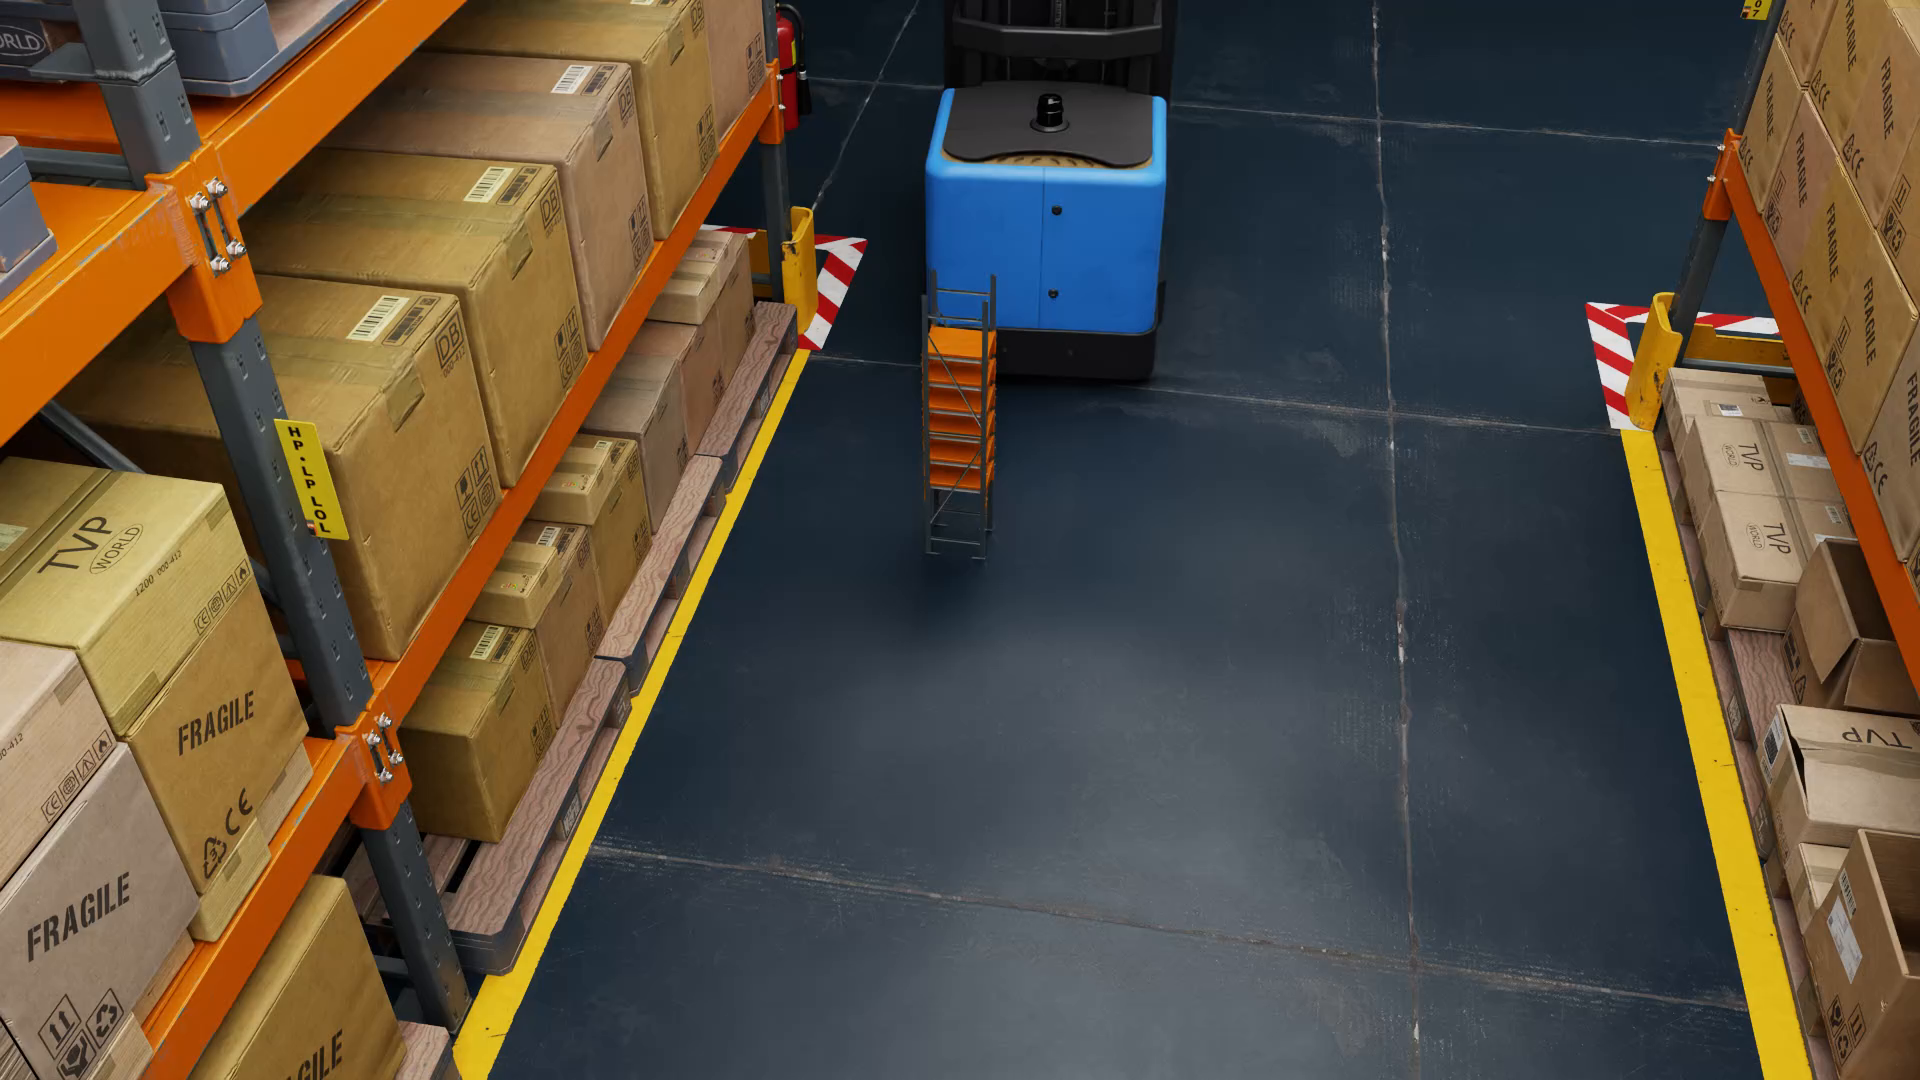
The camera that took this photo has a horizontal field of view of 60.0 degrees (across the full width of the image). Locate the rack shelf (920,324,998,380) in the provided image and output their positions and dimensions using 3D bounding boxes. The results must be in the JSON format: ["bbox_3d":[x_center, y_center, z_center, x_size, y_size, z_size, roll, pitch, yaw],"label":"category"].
[{"bbox_3d":[-0.002,-0.697,6.156,0.258,0.103,0.180,6,40,8],"label":"rack shelf"}]

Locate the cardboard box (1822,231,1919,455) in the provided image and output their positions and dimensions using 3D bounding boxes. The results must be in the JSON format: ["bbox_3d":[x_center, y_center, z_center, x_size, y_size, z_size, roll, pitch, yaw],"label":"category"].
[{"bbox_3d":[2.990,-0.573,5.010,0.500,0.500,0.500,7,40,8],"label":"cardboard box"}]

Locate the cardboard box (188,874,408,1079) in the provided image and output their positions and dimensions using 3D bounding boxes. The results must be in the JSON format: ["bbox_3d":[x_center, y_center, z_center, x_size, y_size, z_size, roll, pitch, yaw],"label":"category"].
[{"bbox_3d":[-1.968,1.319,4.158,0.750,0.750,0.750,7,40,8],"label":"cardboard box"}]

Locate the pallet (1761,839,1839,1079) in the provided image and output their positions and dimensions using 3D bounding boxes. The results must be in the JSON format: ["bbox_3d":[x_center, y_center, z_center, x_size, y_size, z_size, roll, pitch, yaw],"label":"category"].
[{"bbox_3d":[3.016,1.418,4.869,1.003,0.211,1.213,6,40,8],"label":"pallet"}]

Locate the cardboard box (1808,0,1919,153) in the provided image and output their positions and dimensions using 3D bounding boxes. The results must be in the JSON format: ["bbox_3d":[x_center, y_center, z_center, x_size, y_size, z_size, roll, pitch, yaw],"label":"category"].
[{"bbox_3d":[3.169,-1.582,5.446,0.500,0.500,0.500,7,40,8],"label":"cardboard box"}]

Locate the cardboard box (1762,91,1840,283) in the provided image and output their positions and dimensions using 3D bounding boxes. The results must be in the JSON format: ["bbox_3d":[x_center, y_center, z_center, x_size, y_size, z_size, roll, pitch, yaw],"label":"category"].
[{"bbox_3d":[3.168,-1.201,5.770,0.500,0.500,0.500,6,40,7],"label":"cardboard box"}]

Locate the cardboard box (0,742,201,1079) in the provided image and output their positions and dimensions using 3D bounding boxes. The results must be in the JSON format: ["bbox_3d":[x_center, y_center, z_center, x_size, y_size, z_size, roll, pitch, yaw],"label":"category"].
[{"bbox_3d":[-1.893,0.708,3.212,0.500,0.500,0.500,7,40,8],"label":"cardboard box"}]

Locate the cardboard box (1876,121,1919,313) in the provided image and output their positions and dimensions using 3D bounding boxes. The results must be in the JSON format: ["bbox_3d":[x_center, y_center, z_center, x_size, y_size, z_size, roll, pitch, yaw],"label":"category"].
[{"bbox_3d":[2.991,-0.949,4.681,0.500,0.500,0.500,6,40,7],"label":"cardboard box"}]

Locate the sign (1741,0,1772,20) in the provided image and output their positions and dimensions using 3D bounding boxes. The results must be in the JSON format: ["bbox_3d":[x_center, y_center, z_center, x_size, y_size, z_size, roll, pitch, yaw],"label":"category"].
[{"bbox_3d":[3.054,-2.130,6.292,0.100,0.325,0.005,6,40,8],"label":"sign"}]

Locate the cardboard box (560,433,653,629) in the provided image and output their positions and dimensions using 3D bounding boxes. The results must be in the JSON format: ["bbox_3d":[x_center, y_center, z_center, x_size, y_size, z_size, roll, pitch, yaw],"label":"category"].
[{"bbox_3d":[-1.572,-0.063,6.104,0.700,0.500,0.500,7,40,9],"label":"cardboard box"}]

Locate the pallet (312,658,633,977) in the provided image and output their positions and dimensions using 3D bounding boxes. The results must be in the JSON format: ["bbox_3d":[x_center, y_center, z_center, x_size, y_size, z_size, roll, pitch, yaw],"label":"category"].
[{"bbox_3d":[-1.775,0.836,5.573,1.003,0.211,1.213,6,40,8],"label":"pallet"}]

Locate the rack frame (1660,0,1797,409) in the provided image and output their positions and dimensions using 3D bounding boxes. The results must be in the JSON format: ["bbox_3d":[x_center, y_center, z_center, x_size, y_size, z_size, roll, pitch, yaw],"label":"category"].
[{"bbox_3d":[3.589,-1.736,6.496,1.000,3.000,0.127,6,40,8],"label":"rack frame"}]

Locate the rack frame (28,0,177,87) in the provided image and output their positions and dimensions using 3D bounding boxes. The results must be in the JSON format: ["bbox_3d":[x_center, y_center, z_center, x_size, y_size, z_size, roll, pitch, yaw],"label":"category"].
[{"bbox_3d":[-1.983,-2.082,2.206,1.000,3.000,0.127,6,40,8],"label":"rack frame"}]

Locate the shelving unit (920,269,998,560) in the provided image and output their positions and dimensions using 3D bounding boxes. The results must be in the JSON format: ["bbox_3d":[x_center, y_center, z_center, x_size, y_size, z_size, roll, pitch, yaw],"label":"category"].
[{"bbox_3d":[-0.002,-0.453,6.357,0.258,1.200,0.189,6,40,8],"label":"shelving unit"}]

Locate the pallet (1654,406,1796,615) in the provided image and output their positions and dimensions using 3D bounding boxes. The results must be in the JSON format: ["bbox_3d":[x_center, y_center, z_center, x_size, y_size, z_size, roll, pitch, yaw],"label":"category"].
[{"bbox_3d":[3.438,-0.113,6.721,1.003,0.211,1.213,6,40,8],"label":"pallet"}]

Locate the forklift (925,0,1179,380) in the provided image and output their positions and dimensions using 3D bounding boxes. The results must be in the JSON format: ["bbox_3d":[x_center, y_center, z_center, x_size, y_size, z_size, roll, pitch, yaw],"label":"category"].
[{"bbox_3d":[0.491,-2.782,7.814,1.130,2.935,3.031,3,40,4],"label":"forklift"}]

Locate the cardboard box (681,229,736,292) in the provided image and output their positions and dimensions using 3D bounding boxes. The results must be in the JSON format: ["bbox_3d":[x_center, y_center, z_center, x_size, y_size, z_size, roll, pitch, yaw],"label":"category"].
[{"bbox_3d":[-1.156,-1.177,6.943,0.380,0.149,0.250,6,40,7],"label":"cardboard box"}]

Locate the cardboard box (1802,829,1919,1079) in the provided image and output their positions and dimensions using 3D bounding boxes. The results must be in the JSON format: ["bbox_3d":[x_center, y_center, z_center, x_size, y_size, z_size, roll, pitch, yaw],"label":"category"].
[{"bbox_3d":[2.716,1.179,4.586,0.500,0.500,0.500,6,40,8],"label":"cardboard box"}]

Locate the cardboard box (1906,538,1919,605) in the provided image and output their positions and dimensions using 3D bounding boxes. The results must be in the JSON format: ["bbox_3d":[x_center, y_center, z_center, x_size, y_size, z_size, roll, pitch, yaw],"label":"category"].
[{"bbox_3d":[2.818,0.070,4.233,0.500,0.500,0.500,7,40,9],"label":"cardboard box"}]

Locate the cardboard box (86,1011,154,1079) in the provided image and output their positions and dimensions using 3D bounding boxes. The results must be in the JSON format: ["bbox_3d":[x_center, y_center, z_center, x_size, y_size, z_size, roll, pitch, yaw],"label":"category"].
[{"bbox_3d":[-1.860,1.054,3.303,0.380,0.149,0.250,6,40,8],"label":"cardboard box"}]

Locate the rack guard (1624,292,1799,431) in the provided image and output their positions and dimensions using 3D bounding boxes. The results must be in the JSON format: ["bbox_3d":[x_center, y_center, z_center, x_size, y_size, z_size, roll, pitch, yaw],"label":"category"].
[{"bbox_3d":[3.575,-0.725,7.235,1.175,0.500,0.348,6,40,8],"label":"rack guard"}]

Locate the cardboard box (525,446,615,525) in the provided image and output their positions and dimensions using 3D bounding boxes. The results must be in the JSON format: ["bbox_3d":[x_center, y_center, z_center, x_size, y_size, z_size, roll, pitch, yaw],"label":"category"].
[{"bbox_3d":[-1.424,-0.199,5.759,0.380,0.149,0.250,5,40,6],"label":"cardboard box"}]

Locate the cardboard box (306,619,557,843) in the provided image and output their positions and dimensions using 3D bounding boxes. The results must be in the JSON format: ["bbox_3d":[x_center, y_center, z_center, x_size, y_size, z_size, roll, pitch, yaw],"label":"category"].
[{"bbox_3d":[-1.753,0.574,5.334,0.700,0.500,0.500,7,40,8],"label":"cardboard box"}]

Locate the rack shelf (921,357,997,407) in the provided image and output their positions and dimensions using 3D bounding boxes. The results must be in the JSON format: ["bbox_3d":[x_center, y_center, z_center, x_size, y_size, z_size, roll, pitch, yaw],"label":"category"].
[{"bbox_3d":[-0.002,-0.604,6.232,0.258,0.103,0.180,6,40,8],"label":"rack shelf"}]

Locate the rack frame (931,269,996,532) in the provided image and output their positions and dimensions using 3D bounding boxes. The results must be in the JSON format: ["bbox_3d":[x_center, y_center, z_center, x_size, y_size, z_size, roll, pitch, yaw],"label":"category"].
[{"bbox_3d":[0.013,-0.511,6.426,0.240,1.200,0.006,6,40,8],"label":"rack frame"}]

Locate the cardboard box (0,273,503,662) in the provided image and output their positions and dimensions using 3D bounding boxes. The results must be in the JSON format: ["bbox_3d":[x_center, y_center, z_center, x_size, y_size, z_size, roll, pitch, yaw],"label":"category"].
[{"bbox_3d":[-1.873,-0.224,4.431,0.980,0.700,0.700,7,40,8],"label":"cardboard box"}]

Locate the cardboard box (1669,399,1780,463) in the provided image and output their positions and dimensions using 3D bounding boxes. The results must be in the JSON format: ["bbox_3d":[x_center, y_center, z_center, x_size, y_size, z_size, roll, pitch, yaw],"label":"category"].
[{"bbox_3d":[3.134,-0.432,6.797,0.380,0.166,0.250,6,40,8],"label":"cardboard box"}]

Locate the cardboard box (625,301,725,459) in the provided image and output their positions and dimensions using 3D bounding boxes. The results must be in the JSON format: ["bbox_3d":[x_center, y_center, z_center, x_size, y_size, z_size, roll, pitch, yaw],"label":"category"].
[{"bbox_3d":[-1.400,-0.714,6.892,0.700,0.500,0.500,6,40,8],"label":"cardboard box"}]

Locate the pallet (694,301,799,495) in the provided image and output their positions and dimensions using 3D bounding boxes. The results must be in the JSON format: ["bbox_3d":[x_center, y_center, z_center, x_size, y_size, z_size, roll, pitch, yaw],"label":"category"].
[{"bbox_3d":[-1.352,-0.695,7.425,1.003,0.211,1.213,6,40,8],"label":"pallet"}]

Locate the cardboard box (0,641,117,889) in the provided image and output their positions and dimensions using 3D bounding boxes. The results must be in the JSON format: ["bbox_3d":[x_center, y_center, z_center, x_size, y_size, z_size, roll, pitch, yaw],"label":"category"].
[{"bbox_3d":[-1.910,0.422,2.970,0.500,0.250,0.500,7,40,9],"label":"cardboard box"}]

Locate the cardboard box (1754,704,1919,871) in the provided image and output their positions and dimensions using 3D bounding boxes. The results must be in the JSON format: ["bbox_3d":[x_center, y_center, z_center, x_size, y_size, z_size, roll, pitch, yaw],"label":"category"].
[{"bbox_3d":[2.845,0.781,5.216,0.500,0.311,0.500,6,40,8],"label":"cardboard box"}]

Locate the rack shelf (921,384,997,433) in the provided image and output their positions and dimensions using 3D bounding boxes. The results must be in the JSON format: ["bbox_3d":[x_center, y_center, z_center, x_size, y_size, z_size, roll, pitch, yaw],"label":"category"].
[{"bbox_3d":[-0.002,-0.512,6.309,0.258,0.103,0.180,6,40,8],"label":"rack shelf"}]

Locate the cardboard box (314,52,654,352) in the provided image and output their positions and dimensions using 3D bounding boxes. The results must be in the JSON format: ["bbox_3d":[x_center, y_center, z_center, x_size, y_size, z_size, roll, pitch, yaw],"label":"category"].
[{"bbox_3d":[-1.625,-1.139,5.538,0.980,0.700,0.700,5,40,6],"label":"cardboard box"}]

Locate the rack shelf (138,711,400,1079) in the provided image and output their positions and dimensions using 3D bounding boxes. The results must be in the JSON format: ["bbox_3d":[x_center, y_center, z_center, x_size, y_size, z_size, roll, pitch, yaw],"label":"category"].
[{"bbox_3d":[-2.329,1.763,2.828,1.077,0.370,4.000,6,40,8],"label":"rack shelf"}]

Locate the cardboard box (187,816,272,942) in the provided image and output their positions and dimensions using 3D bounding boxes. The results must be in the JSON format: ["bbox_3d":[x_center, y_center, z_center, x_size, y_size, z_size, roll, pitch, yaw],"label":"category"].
[{"bbox_3d":[-1.783,0.724,3.702,0.380,0.149,0.250,7,40,8],"label":"cardboard box"}]

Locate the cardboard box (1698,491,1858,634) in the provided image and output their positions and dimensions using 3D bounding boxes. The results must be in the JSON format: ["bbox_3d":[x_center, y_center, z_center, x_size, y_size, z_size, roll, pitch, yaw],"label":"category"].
[{"bbox_3d":[3.042,0.092,6.098,0.500,0.250,0.500,6,40,8],"label":"cardboard box"}]

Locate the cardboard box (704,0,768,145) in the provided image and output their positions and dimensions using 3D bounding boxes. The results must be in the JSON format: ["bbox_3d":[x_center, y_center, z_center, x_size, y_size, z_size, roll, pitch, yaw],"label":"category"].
[{"bbox_3d":[-1.369,-2.074,6.670,0.980,0.700,0.700,8,40,10],"label":"cardboard box"}]

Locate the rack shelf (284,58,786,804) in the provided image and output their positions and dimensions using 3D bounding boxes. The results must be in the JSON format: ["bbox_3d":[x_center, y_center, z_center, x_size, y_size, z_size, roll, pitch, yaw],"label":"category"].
[{"bbox_3d":[-1.637,-0.748,5.865,1.077,0.370,4.000,6,40,8],"label":"rack shelf"}]

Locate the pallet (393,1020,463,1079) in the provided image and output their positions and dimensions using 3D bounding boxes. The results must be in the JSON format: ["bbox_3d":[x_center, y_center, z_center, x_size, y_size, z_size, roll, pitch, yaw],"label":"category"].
[{"bbox_3d":[-2.043,1.798,4.410,1.003,0.211,1.213,6,40,8],"label":"pallet"}]
